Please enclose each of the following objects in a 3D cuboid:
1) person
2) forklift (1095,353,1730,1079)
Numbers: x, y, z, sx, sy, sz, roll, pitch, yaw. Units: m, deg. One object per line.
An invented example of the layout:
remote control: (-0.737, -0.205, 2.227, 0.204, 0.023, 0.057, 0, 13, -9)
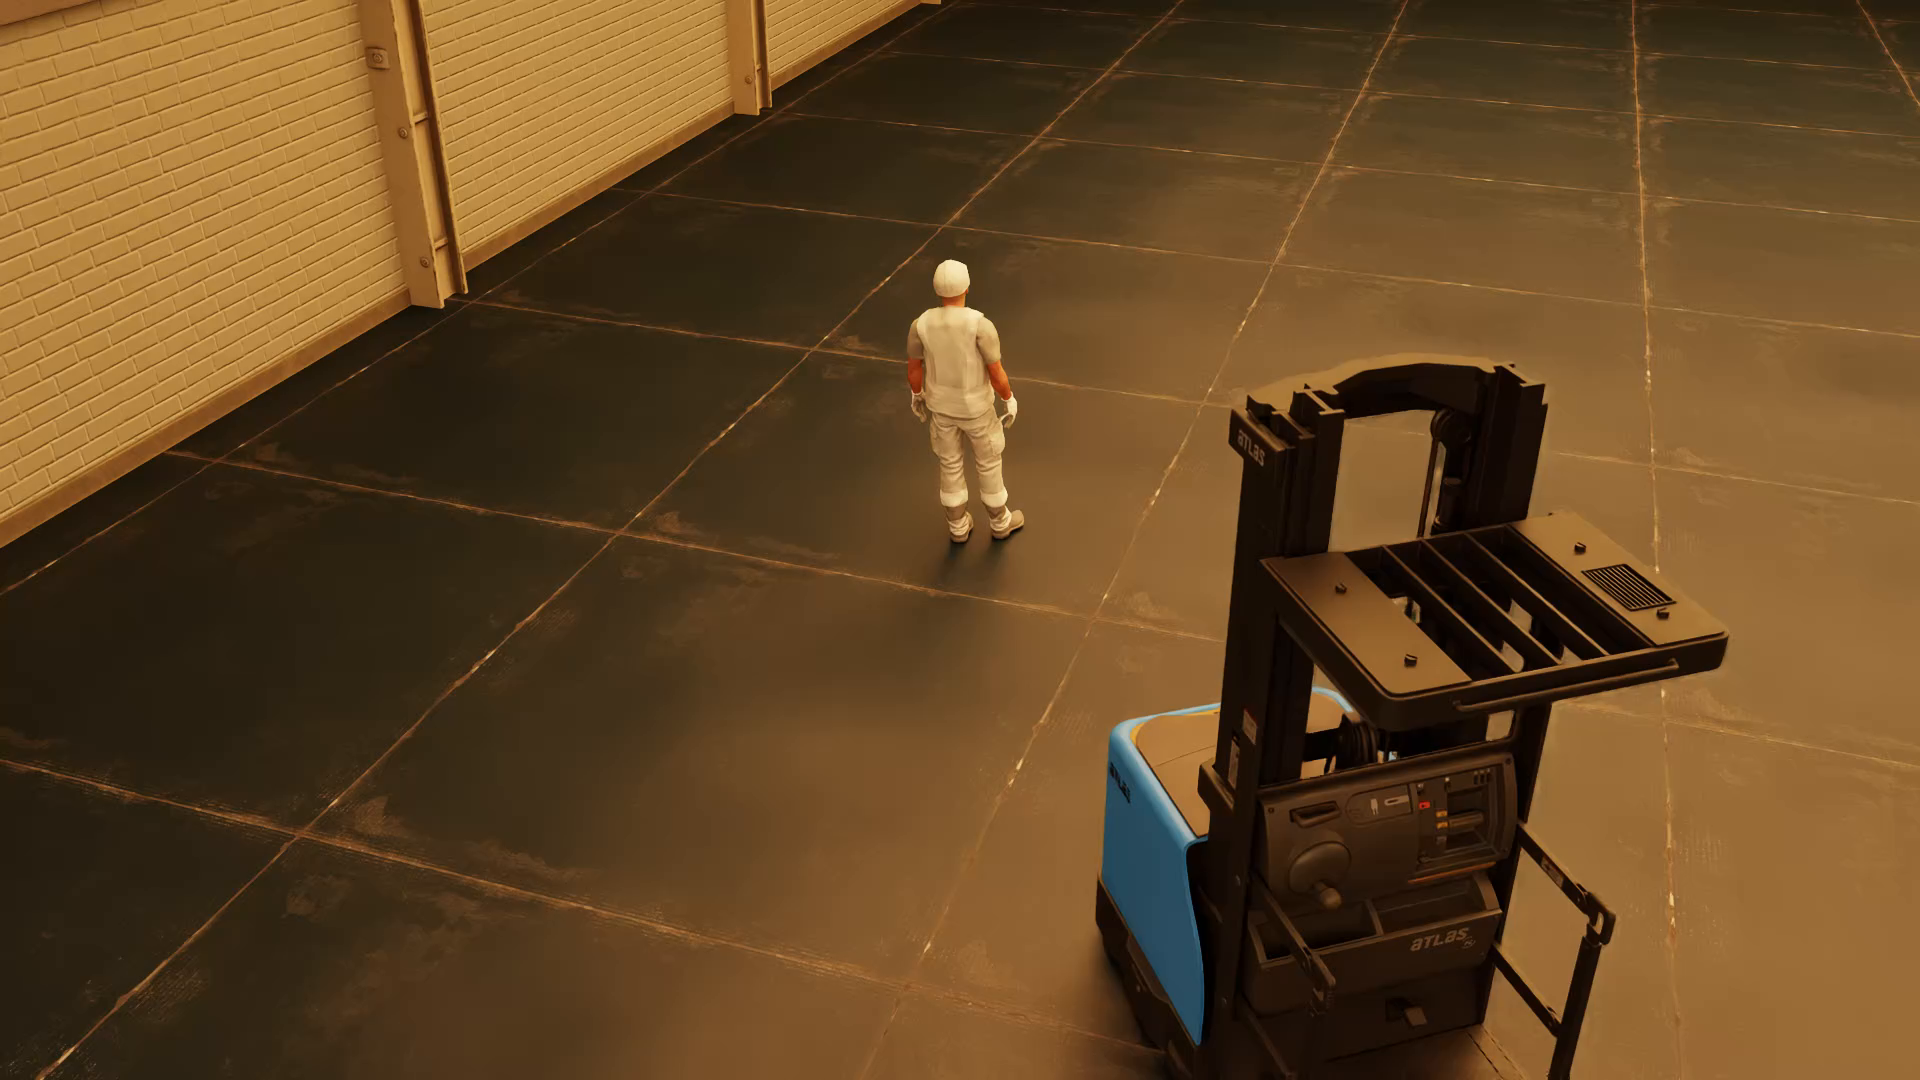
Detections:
person: (0.038, -0.820, 9.712, 0.637, 1.790, 0.562, 10, 31, 16)
forklift: (1.501, 1.015, 5.356, 1.130, 2.935, 3.031, -9, 31, -15)
